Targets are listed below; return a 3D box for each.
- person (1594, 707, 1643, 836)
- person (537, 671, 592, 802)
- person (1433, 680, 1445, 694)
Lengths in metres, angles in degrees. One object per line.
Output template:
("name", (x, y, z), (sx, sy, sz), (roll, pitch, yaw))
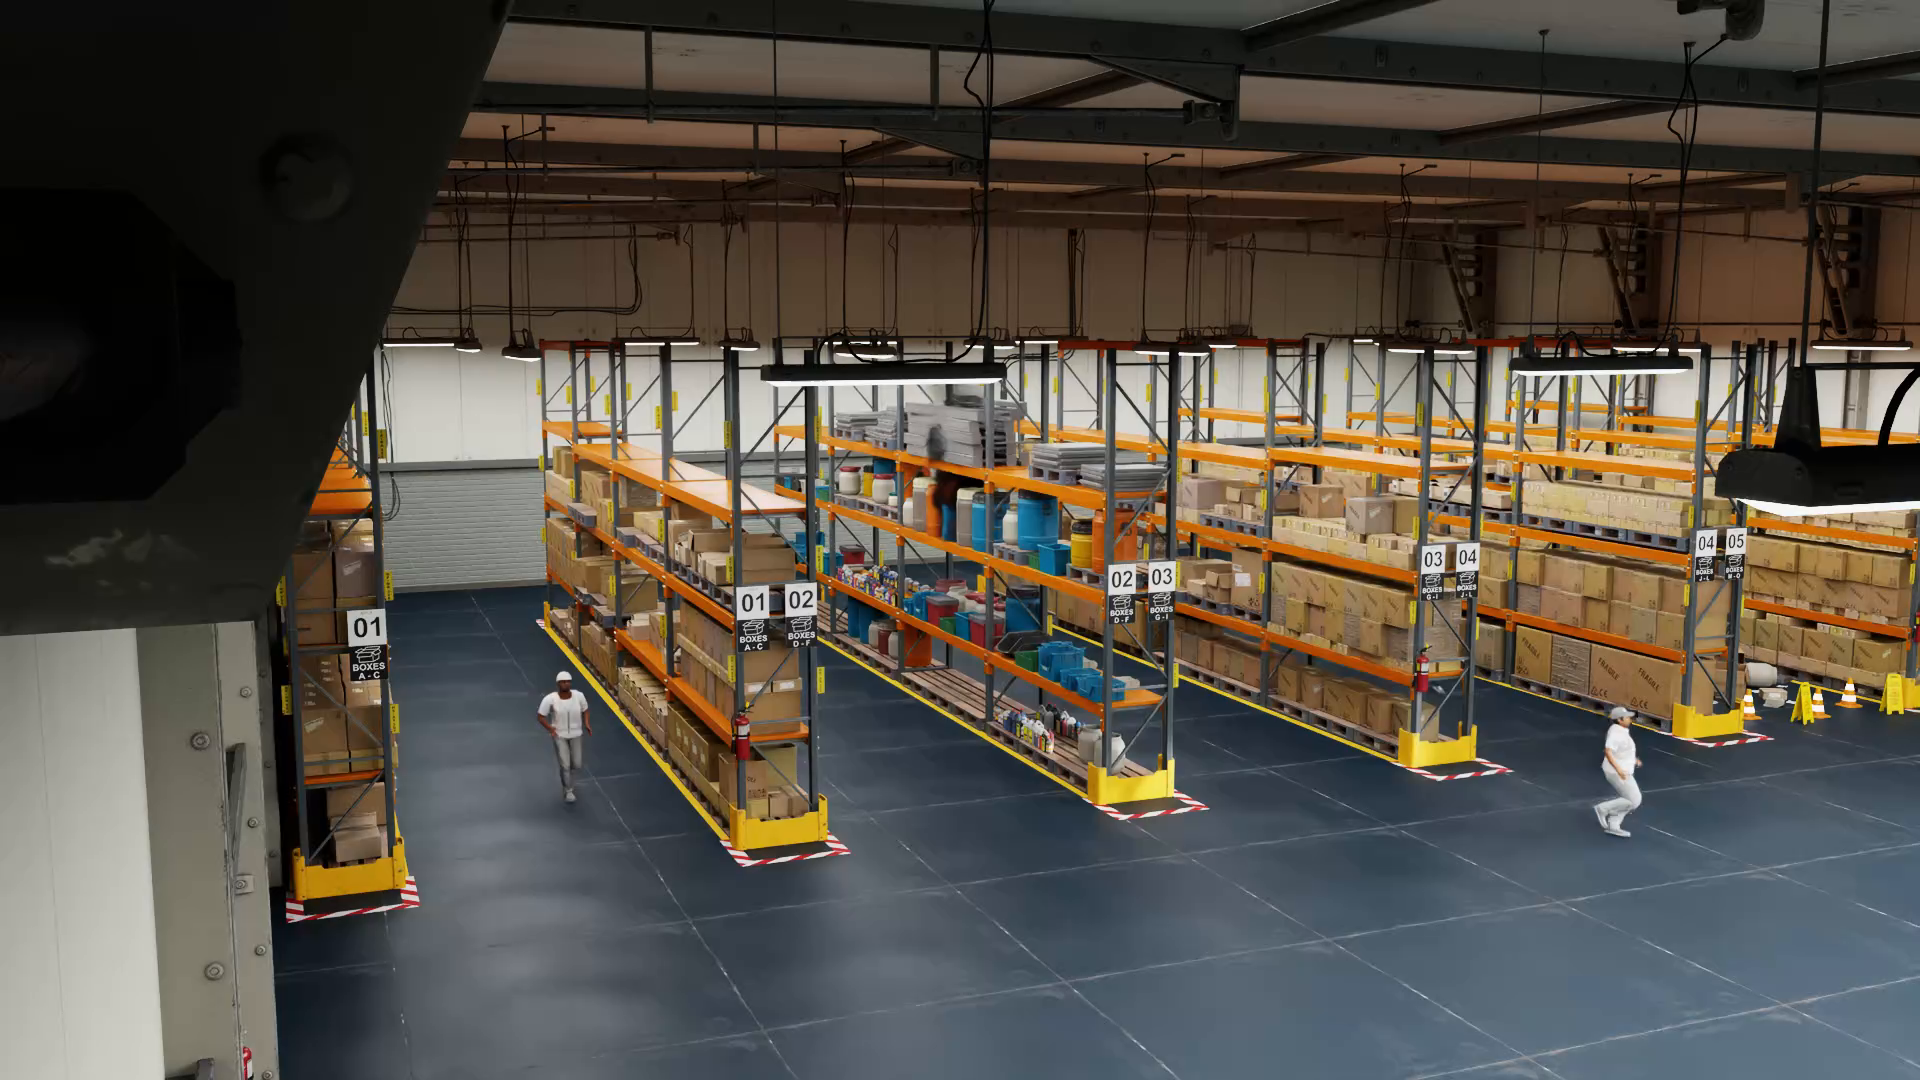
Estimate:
("person", (8.169, 2.870, 20.613), (0.554, 1.622, 0.620), (2, 8, 18))
("person", (-5.285, 2.602, 22.248), (0.702, 1.723, 0.598), (-4, 8, -27))
("person", (8.050, 1.826, 28.843), (0.536, 1.587, 0.943), (-5, 9, -34))
